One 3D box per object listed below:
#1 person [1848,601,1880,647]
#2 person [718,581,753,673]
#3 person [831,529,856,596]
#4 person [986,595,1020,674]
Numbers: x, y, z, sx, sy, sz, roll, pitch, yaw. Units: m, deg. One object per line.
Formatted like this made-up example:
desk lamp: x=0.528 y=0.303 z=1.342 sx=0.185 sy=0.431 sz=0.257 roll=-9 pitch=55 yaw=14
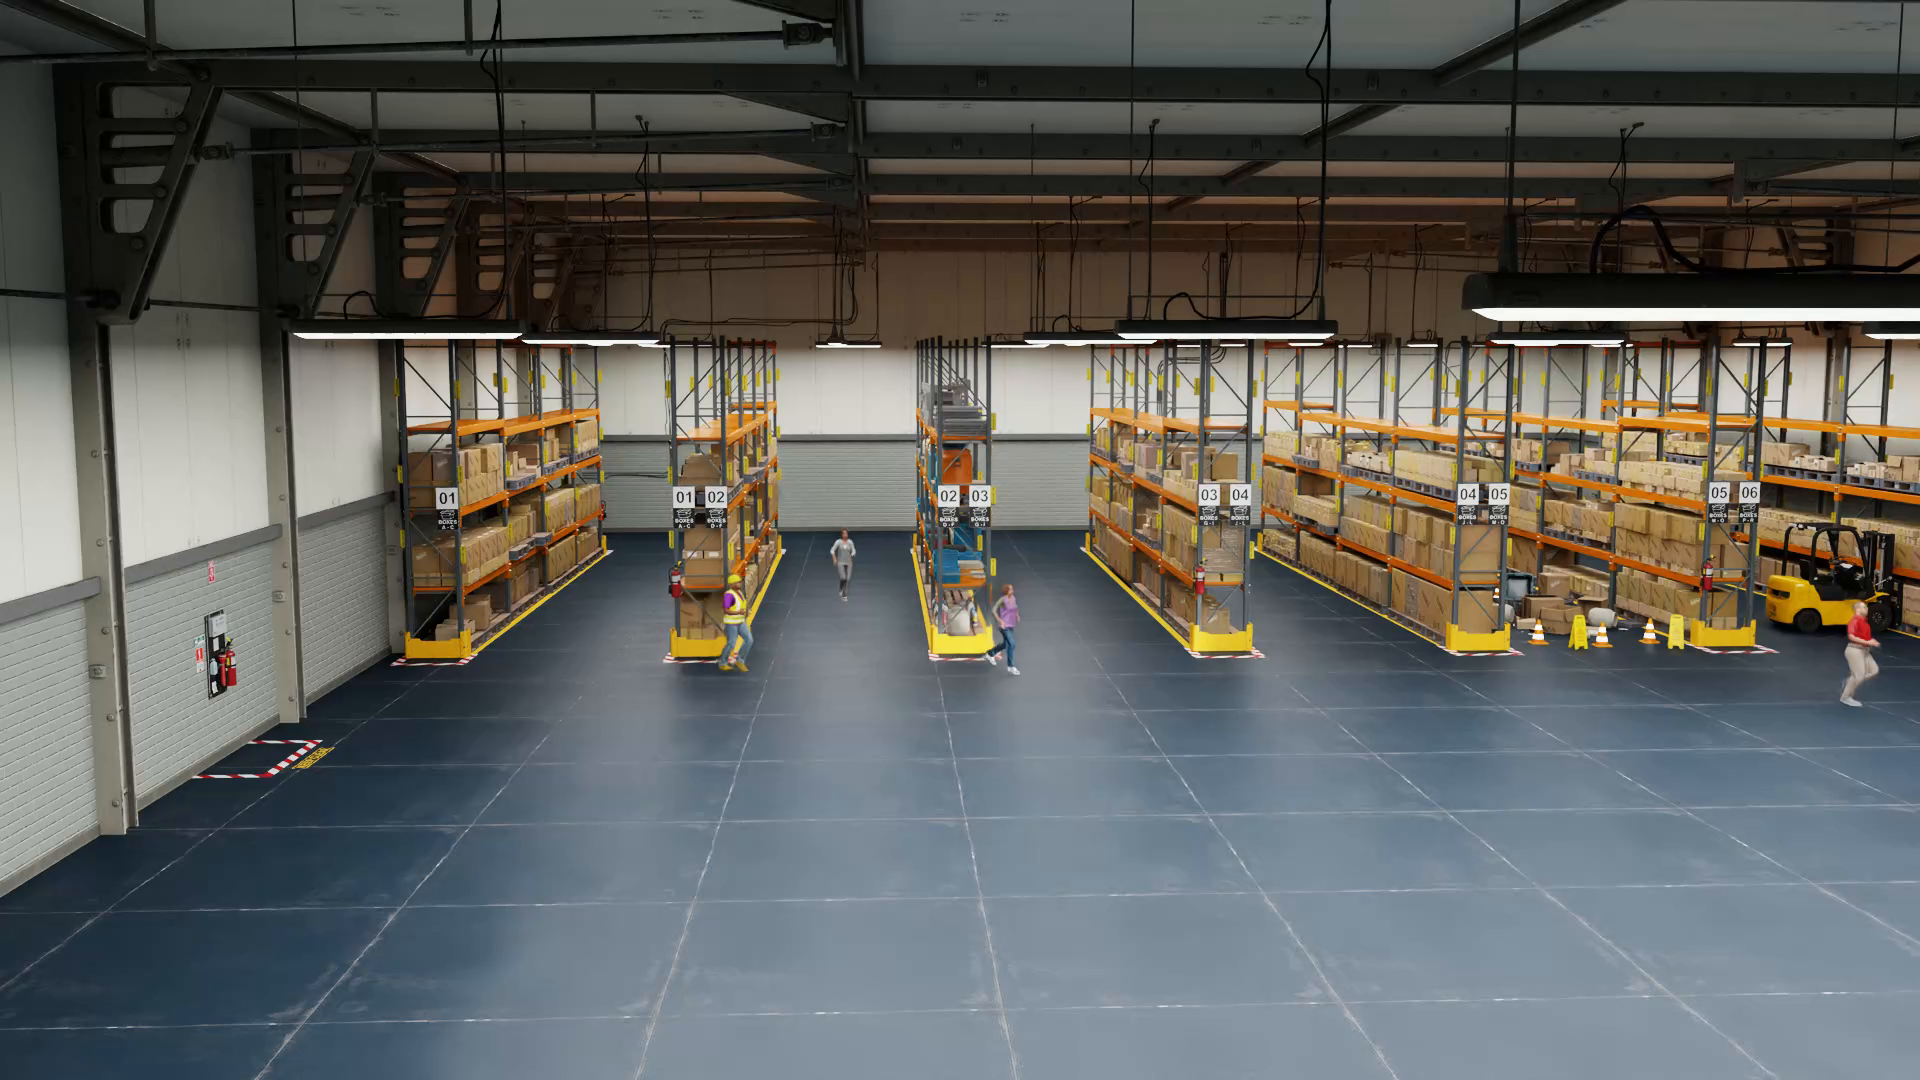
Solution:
person: x=14.573 y=1.426 z=26.820 sx=0.553 sy=0.875 sz=0.716 roll=6 pitch=9 yaw=42
person: x=-3.991 y=1.522 z=29.559 sx=0.728 sy=1.751 sz=0.681 roll=3 pitch=7 yaw=26
person: x=-2.510 y=0.510 z=36.148 sx=0.524 sy=1.501 sz=0.560 roll=-2 pitch=7 yaw=-16
person: x=0.773 y=1.672 z=29.733 sx=0.759 sy=1.401 sz=0.343 roll=5 pitch=8 yaw=36
